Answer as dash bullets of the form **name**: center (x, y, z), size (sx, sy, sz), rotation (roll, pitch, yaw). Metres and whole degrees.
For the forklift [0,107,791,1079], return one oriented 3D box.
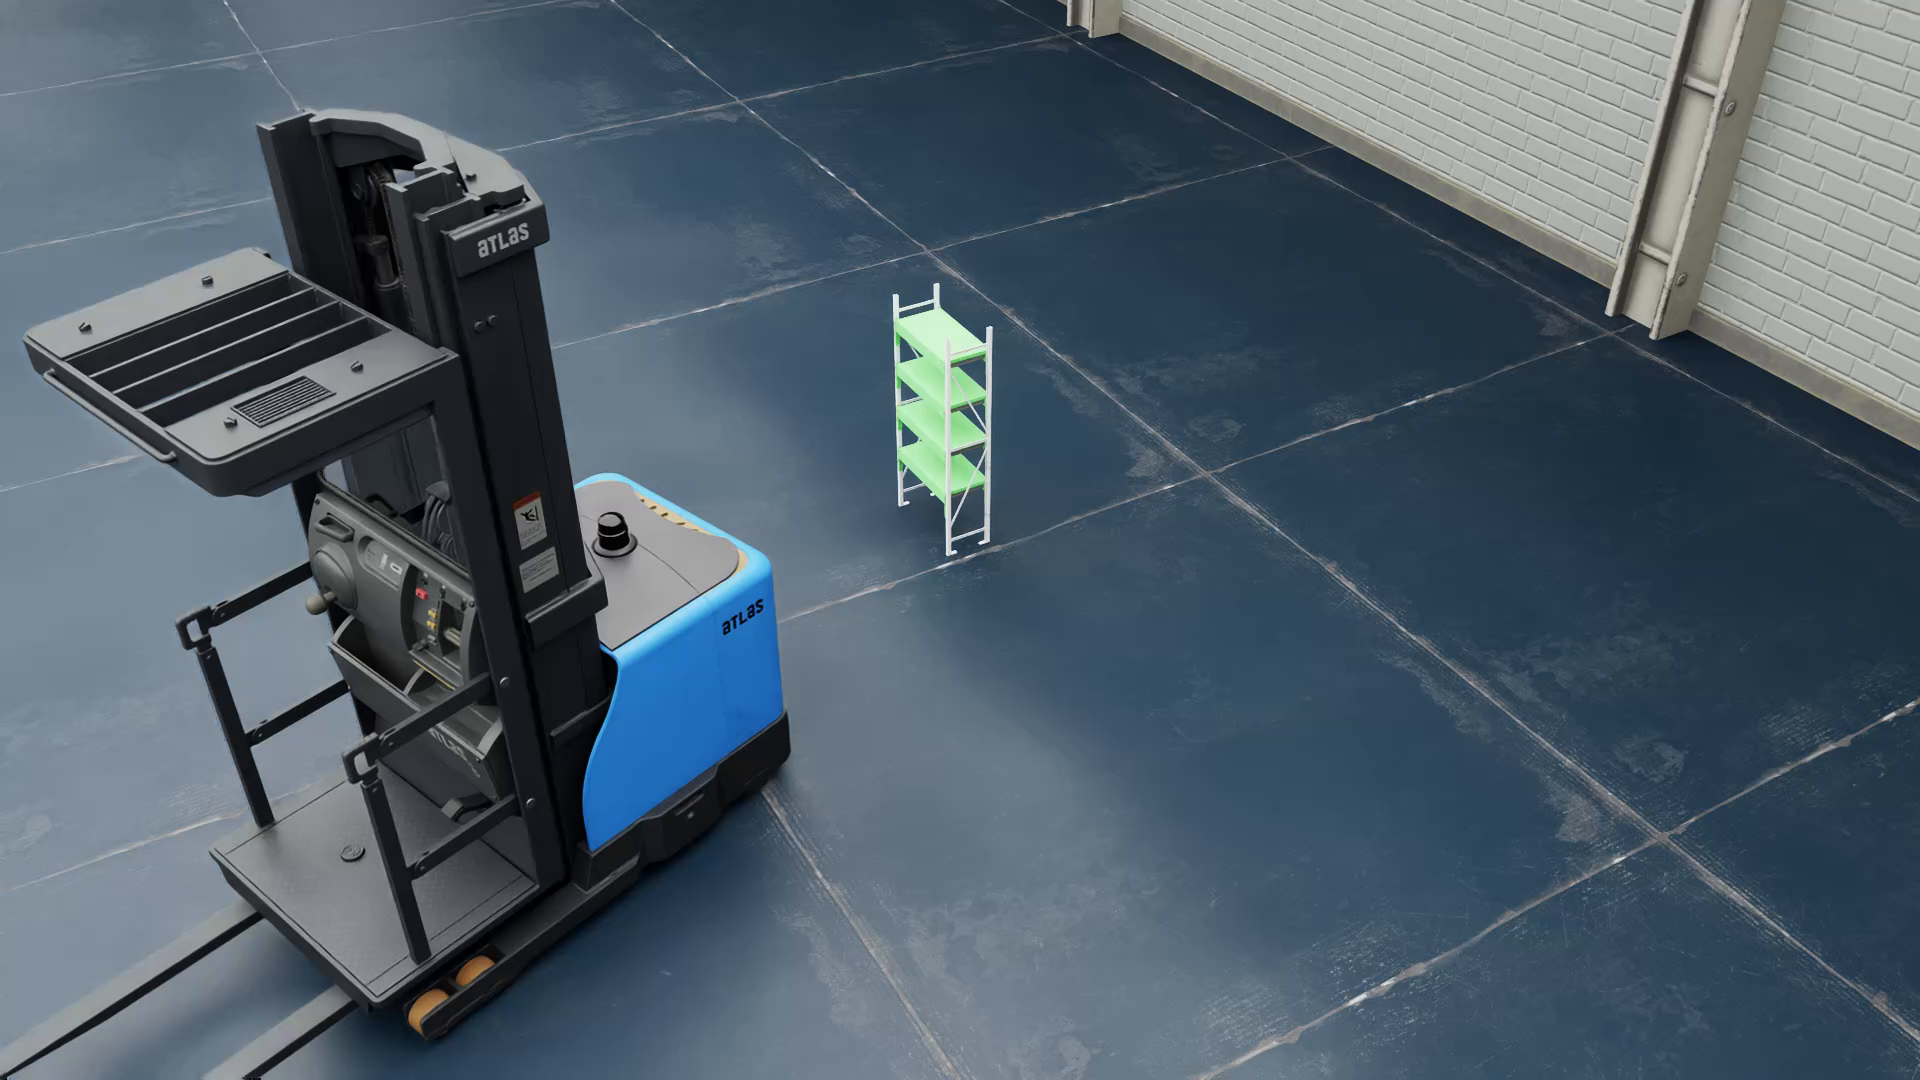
- **forklift**: center (-2.043, 0.228, 5.452), size (1.130, 2.935, 3.031), rotation (27, 44, 32)

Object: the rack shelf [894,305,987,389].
- **rack shelf**: center (-0.083, -0.905, 7.766), size (0.258, 0.148, 0.480), rotation (-19, 40, -24)

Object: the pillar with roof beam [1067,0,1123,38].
- **pillar with roof beam**: center (-2.573, -6.749, 9.861), size (9.100, 9.000, 0.400), rotation (-19, 40, -24)

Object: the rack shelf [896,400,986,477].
- **rack shelf**: center (-0.083, -0.517, 8.049), size (0.258, 0.148, 0.480), rotation (-19, 40, -24)

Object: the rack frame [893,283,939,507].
- **rack frame**: center (-0.206, -0.693, 8.182), size (0.240, 1.200, 0.015), rotation (-19, 40, -24)

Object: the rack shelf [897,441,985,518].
- **rack shelf**: center (-0.083, -0.324, 8.191), size (0.258, 0.148, 0.480), rotation (-19, 40, -24)

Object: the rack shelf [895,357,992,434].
- **rack shelf**: center (-0.083, -0.711, 7.908), size (0.258, 0.148, 0.480), rotation (-19, 40, -24)

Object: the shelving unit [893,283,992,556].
- **shelving unit**: center (-0.083, -0.569, 8.012), size (0.258, 1.200, 0.503), rotation (-19, 40, -24)

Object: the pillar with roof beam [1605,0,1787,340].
- **pillar with roof beam**: center (0.441, -3.689, 5.671), size (9.100, 9.000, 0.400), rotation (-19, 40, -24)

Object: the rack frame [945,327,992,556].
- **rack frame**: center (0.039, -0.445, 7.841), size (0.240, 1.200, 0.015), rotation (-19, 40, -24)
